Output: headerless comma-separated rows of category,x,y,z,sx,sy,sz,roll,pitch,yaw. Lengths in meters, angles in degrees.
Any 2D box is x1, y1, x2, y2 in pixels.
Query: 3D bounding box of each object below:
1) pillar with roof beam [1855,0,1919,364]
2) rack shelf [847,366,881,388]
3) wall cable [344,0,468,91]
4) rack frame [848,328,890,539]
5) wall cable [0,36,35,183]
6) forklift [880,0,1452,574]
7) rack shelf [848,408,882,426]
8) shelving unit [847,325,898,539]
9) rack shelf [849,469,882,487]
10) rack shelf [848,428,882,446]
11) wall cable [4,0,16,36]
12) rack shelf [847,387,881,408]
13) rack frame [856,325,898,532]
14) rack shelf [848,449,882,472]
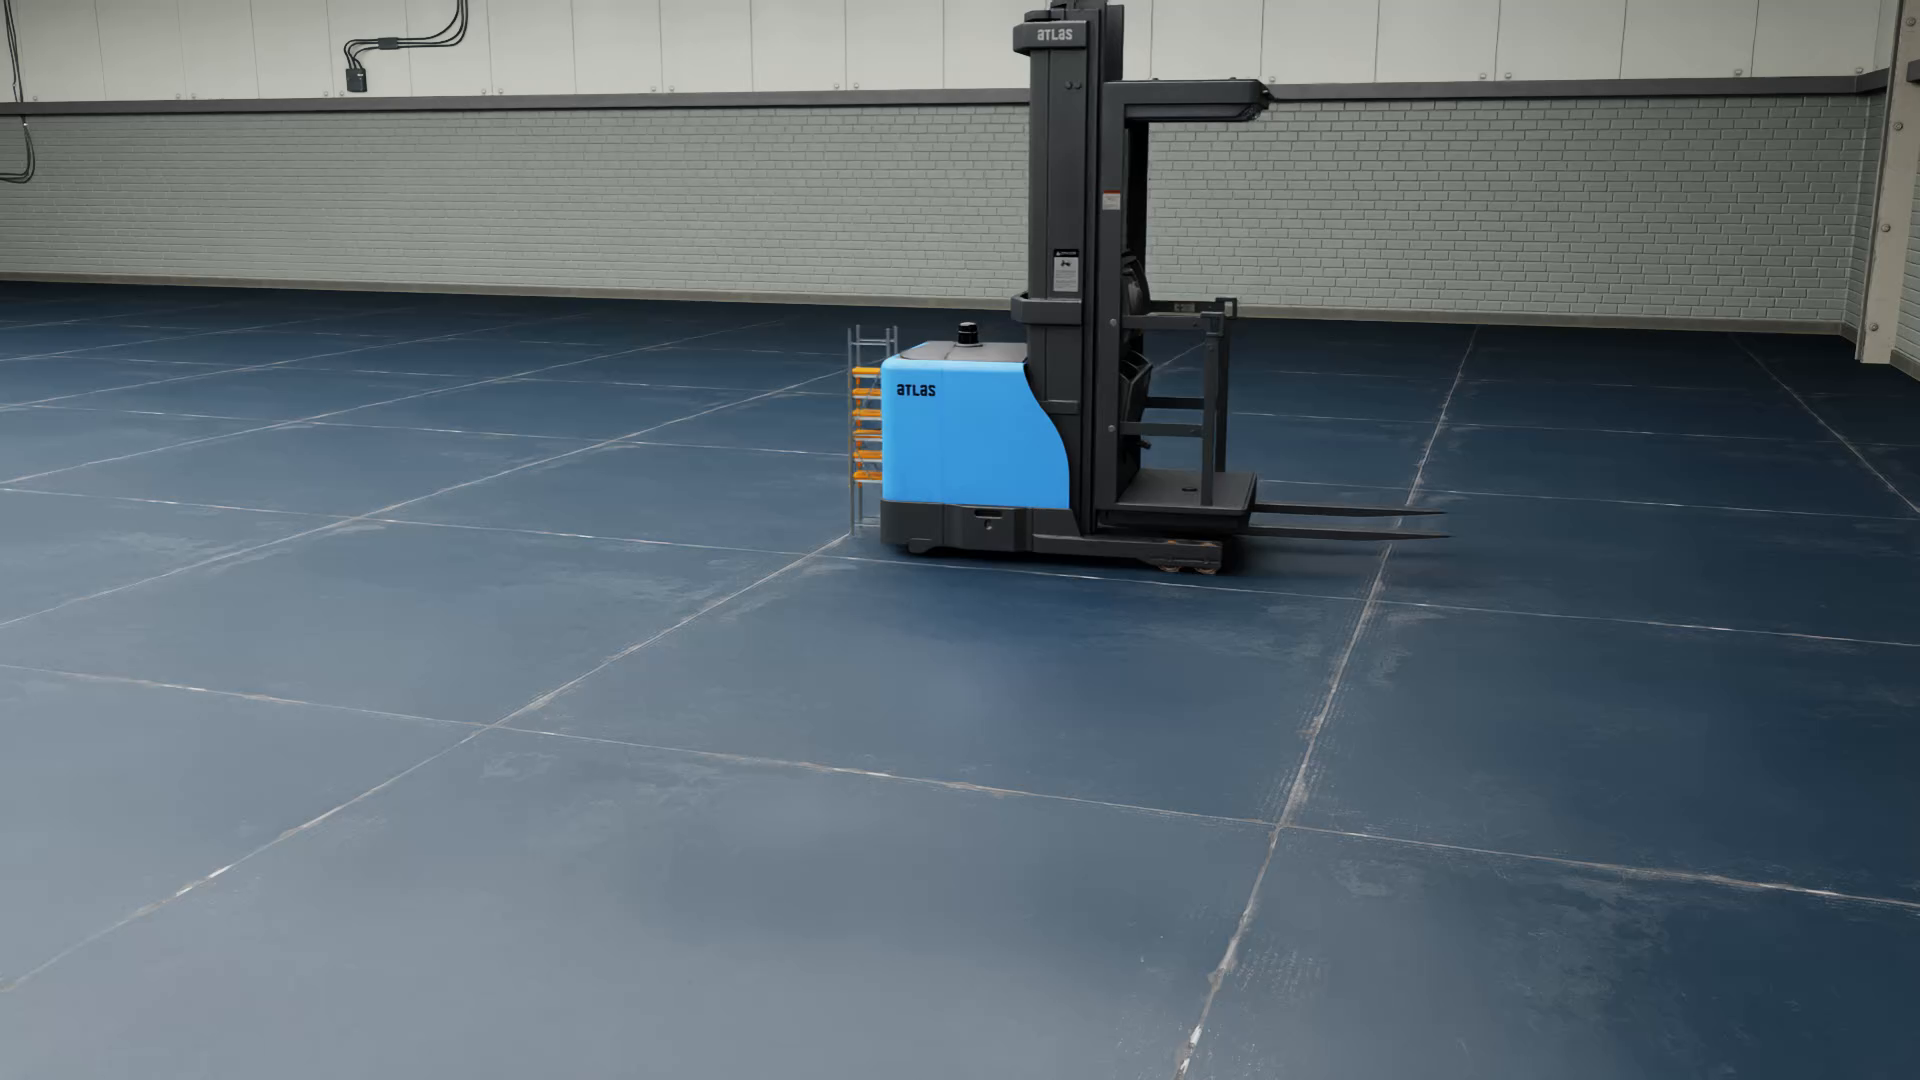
pillar with roof beam,5.782,-6.625,18.292,9.100,9.000,0.400,4,14,18
rack shelf,-0.490,-0.918,9.398,0.258,0.103,0.180,3,13,11
wall cable,-8.768,-10.079,25.783,2.305,6.003,0.169,4,14,18
rack frame,-0.508,-0.591,9.380,0.240,1.200,0.006,3,13,11
wall cable,-17.746,-7.594,29.516,3.097,2.526,0.112,4,14,18
forklift,1.134,-1.379,8.943,3.031,2.935,1.130,3,13,12
rack shelf,-0.490,-0.685,9.451,0.258,0.103,0.180,3,13,11
shelving unit,-0.490,-0.611,9.468,0.258,1.200,0.189,3,13,11
rack shelf,-0.490,-0.334,9.531,0.258,0.103,0.180,3,13,11
rack shelf,-0.490,-0.568,9.478,0.258,0.103,0.180,3,13,11
wall cable,-15.186,-9.862,28.101,3.097,2.526,0.112,4,14,18
rack shelf,-0.490,-0.801,9.424,0.258,0.103,0.180,3,13,11
rack frame,-0.472,-0.631,9.555,0.240,1.200,0.006,3,13,11
rack shelf,-0.490,-0.451,9.504,0.258,0.103,0.180,3,13,11
